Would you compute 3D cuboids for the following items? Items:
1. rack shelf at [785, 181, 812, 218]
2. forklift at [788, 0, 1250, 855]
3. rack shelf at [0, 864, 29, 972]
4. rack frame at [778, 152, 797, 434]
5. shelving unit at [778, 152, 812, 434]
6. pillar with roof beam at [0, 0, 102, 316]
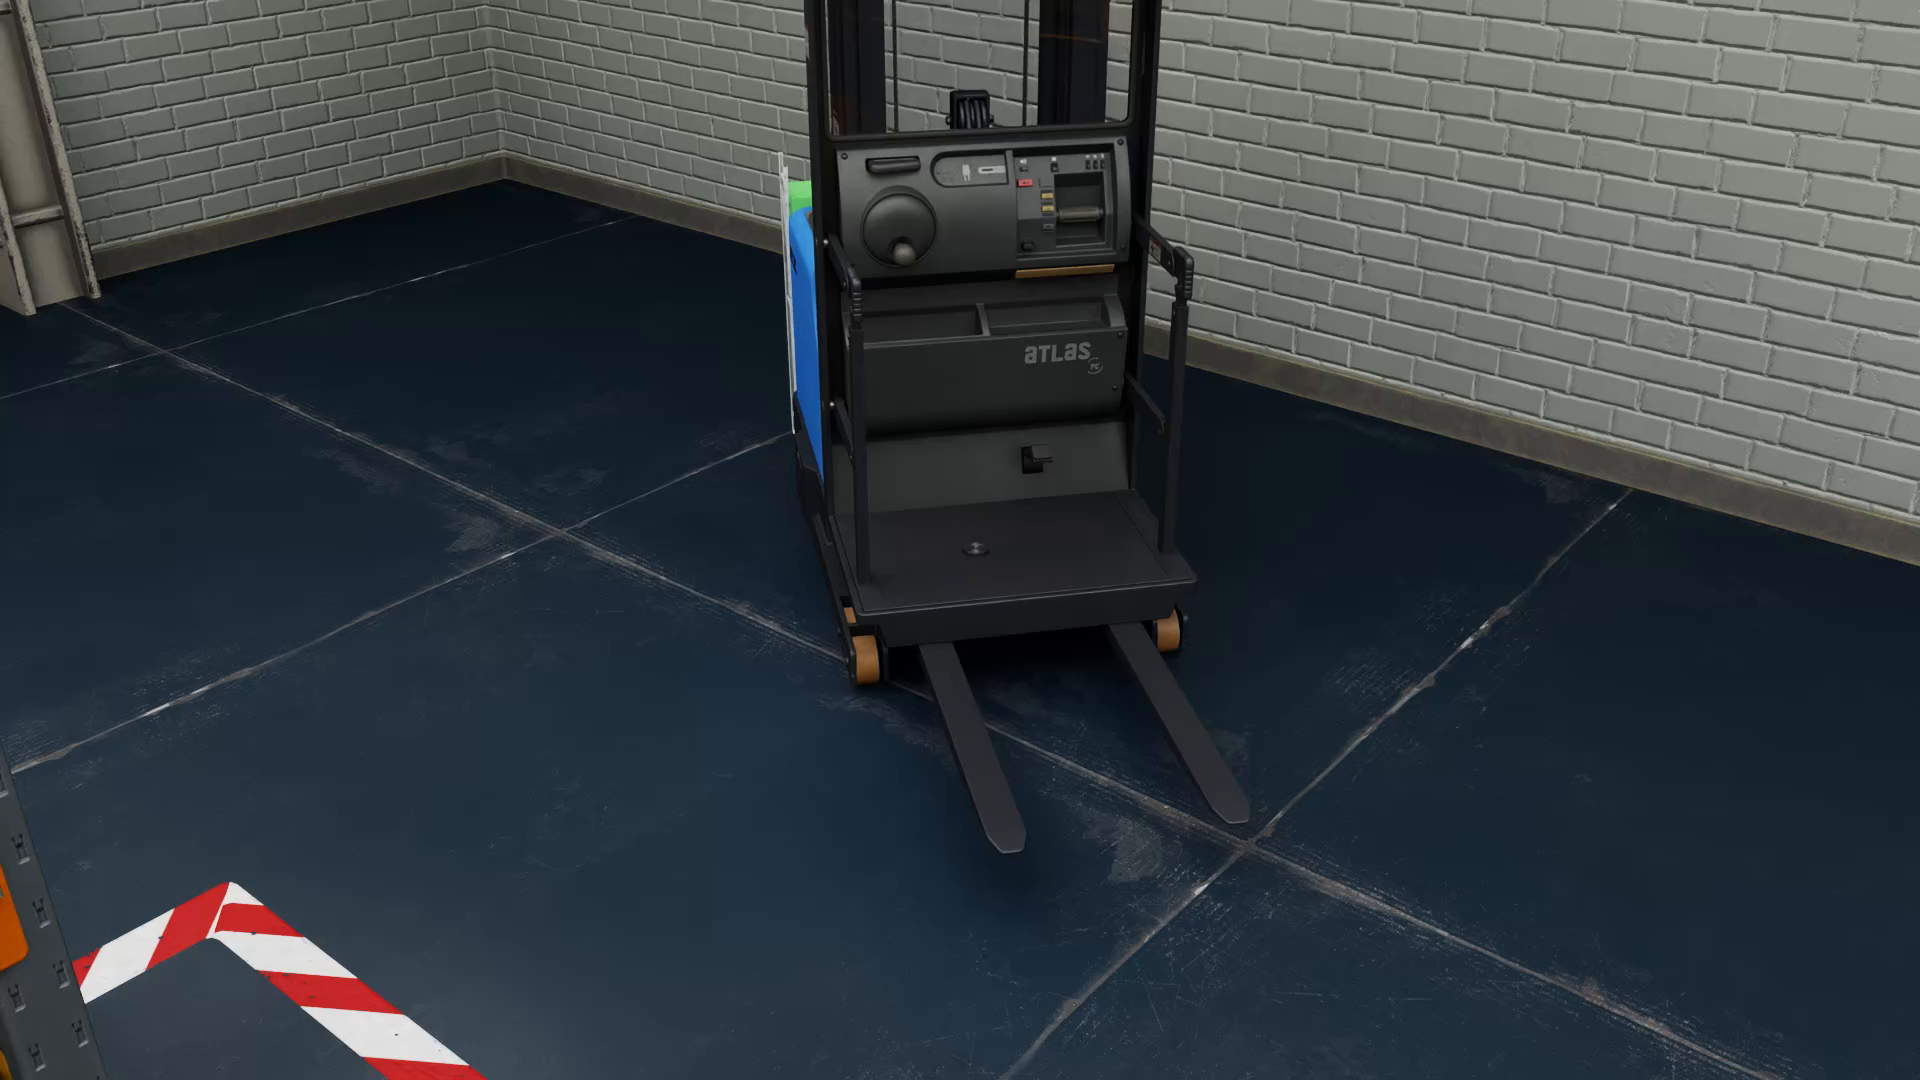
[{"bbox_3d":[-0.454,-1.347,6.643,0.480,0.148,0.258,-5,28,-9],"label":"rack shelf"},{"bbox_3d":[0.126,-1.019,5.031,1.130,2.935,3.031,-5,28,-10],"label":"forklift"},{"bbox_3d":[-3.239,1.098,1.646,1.077,0.370,4.000,21,34,34],"label":"rack shelf"},{"bbox_3d":[-0.694,-0.957,6.794,0.015,1.200,0.240,-5,28,-9],"label":"rack frame"},{"bbox_3d":[-0.454,-0.978,6.834,0.503,1.200,0.258,-5,28,-9],"label":"shelving unit"},{"bbox_3d":[-1.420,-3.993,4.176,9.100,9.000,0.400,21,34,34],"label":"pillar with roof beam"}]
